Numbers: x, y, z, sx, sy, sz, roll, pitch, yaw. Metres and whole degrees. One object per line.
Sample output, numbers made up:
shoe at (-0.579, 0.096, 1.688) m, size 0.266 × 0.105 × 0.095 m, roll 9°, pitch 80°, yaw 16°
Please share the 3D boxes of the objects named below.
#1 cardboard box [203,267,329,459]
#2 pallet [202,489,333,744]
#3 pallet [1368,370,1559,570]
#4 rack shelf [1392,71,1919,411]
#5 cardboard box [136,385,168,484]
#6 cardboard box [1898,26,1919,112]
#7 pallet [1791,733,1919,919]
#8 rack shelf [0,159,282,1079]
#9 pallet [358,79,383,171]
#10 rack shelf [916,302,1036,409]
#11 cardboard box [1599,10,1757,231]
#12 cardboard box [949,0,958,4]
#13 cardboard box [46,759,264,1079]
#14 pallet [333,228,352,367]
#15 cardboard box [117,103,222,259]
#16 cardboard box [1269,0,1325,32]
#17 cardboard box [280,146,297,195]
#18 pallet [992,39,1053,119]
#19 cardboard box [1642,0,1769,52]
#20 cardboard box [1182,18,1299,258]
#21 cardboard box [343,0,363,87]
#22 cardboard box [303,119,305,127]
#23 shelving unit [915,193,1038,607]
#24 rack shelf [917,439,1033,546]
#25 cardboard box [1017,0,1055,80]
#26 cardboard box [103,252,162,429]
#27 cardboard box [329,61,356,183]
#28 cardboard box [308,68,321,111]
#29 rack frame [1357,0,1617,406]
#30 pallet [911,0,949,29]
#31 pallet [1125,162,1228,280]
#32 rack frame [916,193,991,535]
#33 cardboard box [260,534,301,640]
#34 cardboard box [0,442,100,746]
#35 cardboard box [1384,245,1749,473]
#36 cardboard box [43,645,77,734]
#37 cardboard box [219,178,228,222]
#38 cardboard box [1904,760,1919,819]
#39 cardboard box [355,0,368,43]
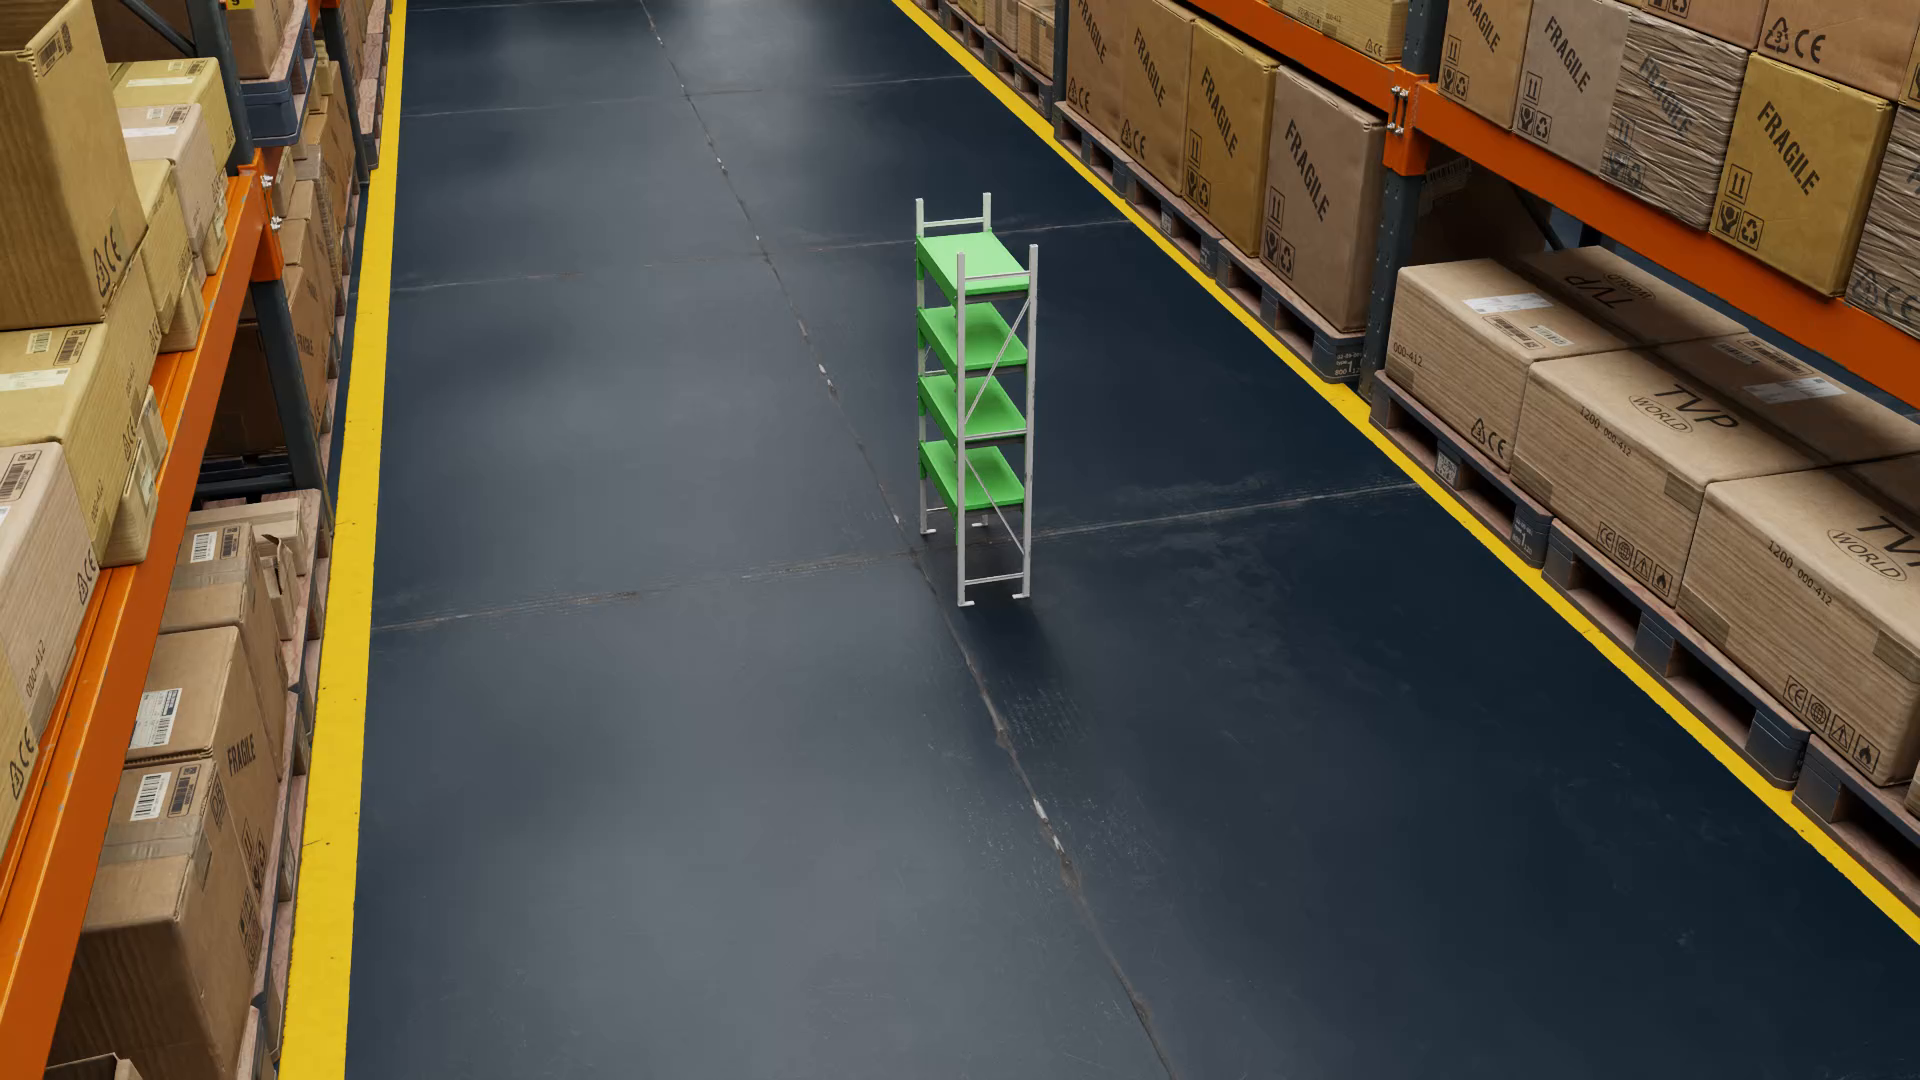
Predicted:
cardboard box at (-2.581, -0.631, 5.923) m, size 0.500 × 0.500 × 0.500 m, roll -7°, pitch 31°, yaw -11°
pallet at (-2.488, 0.271, 5.072) m, size 1.003 × 0.211 × 1.213 m, roll -8°, pitch 31°, yaw -13°
pallet at (2.242, -0.345, 6.136) m, size 1.003 × 0.211 × 1.213 m, roll -8°, pitch 31°, yaw -13°
rack shelf at (2.646, -0.652, 4.601) m, size 1.077 × 0.370 × 4.000 m, roll -8°, pitch 31°, yaw -13°
cardboard box at (-1.814, -0.176, 3.310) m, size 0.380 × 0.149 × 0.250 m, roll -7°, pitch 31°, yaw -12°
cardboard box at (2.525, -1.163, 3.667) m, size 0.500 × 0.500 × 0.500 m, roll -8°, pitch 31°, yaw -14°
pallet at (2.890, 0.833, 4.100) m, size 1.003 × 0.211 × 1.213 m, roll -8°, pitch 31°, yaw -13°
rack shelf at (-2.138, 0.009, 3.458) m, size 1.077 × 0.370 × 4.000 m, roll -8°, pitch 31°, yaw -13°
pallet at (-3.912, -2.396, 9.678) m, size 1.003 × 0.211 × 1.213 m, roll -8°, pitch 31°, yaw -13°
rack shelf at (0.044, -0.592, 5.223) m, size 0.258 × 0.148 × 0.480 m, roll -8°, pitch 31°, yaw -13°
cardboard box at (2.243, -1.227, 4.775) m, size 0.500 × 0.500 × 0.500 m, roll -8°, pitch 31°, yaw -13°
cardboard box at (0.328, -4.238, 12.282) m, size 0.950 × 0.372 × 0.625 m, roll -6°, pitch 31°, yaw -10°
cardboard box at (-1.868, 0.838, 3.384) m, size 0.700 × 0.500 × 0.500 m, roll -7°, pitch 31°, yaw -11°
pallet at (-3.249, -1.039, 7.335) m, size 1.003 × 0.211 × 1.213 m, roll -8°, pitch 31°, yaw -13°
cardboard box at (-2.152, -0.878, 4.126) m, size 0.500 × 0.250 × 0.500 m, roll -8°, pitch 31°, yaw -13°
cardboard box at (1.619, -2.294, 6.869) m, size 0.500 × 0.250 × 0.500 m, roll -8°, pitch 31°, yaw -14°
cardboard box at (-2.915, -1.479, 6.740) m, size 0.380 × 0.149 × 0.250 m, roll -7°, pitch 31°, yaw -11°
pallet at (0.848, -3.032, 10.778) m, size 1.003 × 0.211 × 1.213 m, roll -8°, pitch 31°, yaw -13°
cardboard box at (2.262, -1.650, 4.508) m, size 0.500 × 0.500 × 0.500 m, roll -7°, pitch 31°, yaw -12°
cardboard box at (1.627, -1.916, 7.768) m, size 0.875 × 0.875 × 0.875 m, roll -7°, pitch 31°, yaw -12°
cardboard box at (-4.064, -2.971, 9.841) m, size 0.875 × 0.625 × 0.625 m, roll -7°, pitch 31°, yaw -12°
cardboard box at (-3.133, -1.861, 7.399) m, size 0.380 × 0.149 × 0.250 m, roll -8°, pitch 31°, yaw -14°
shelving unit at (0.044, -0.439, 5.311) m, size 0.258 × 1.200 × 0.503 m, roll -8°, pitch 31°, yaw -13°
rack shelf at (0.044, -0.176, 5.464) m, size 0.258 × 0.148 × 0.480 m, roll -8°, pitch 31°, yaw -13°
cardboard box at (0.913, -3.180, 10.454) m, size 0.950 × 0.372 × 0.625 m, roll -10°, pitch 32°, yaw -17°
cardboard box at (-1.896, -0.387, 3.277) m, size 0.500 × 0.250 × 0.500 m, roll -9°, pitch 31°, yaw -15°
cardboard box at (-3.411, -2.124, 8.501) m, size 0.500 × 0.500 × 0.500 m, roll -7°, pitch 31°, yaw -12°
cardboard box at (-3.226, -2.115, 7.838) m, size 0.380 × 0.149 × 0.250 m, roll -9°, pitch 31°, yaw -15°
rack frame at (2.116, -1.930, 6.090) m, size 1.000 × 3.000 × 0.127 m, roll -8°, pitch 31°, yaw -13°
pallet at (0.200, -4.211, 12.814) m, size 1.003 × 0.211 × 1.213 m, roll -8°, pitch 31°, yaw -13°
pallet at (1.511, -1.676, 8.435) m, size 1.003 × 0.211 × 1.213 m, roll -8°, pitch 31°, yaw -13°
rack frame at (-0.021, -0.557, 5.515) m, size 0.240 × 1.200 × 0.015 m, roll -8°, pitch 31°, yaw -13°
cardboard box at (-2.143, 0.136, 4.831) m, size 0.396 × 0.266 × 0.258 m, roll -7°, pitch 31°, yaw -11°
cardboard box at (-1.602, 0.102, 2.433) m, size 0.500 × 0.250 × 0.500 m, roll -8°, pitch 31°, yaw -13°
cardboard box at (2.179, -0.685, 6.078) m, size 0.875 × 0.438 × 0.875 m, roll -8°, pitch 31°, yaw -14°
cardboard box at (-1.654, 0.208, 2.647) m, size 0.380 × 0.149 × 0.250 m, roll -7°, pitch 31°, yaw -12°
cardboard box at (-2.251, -0.916, 4.589) m, size 0.380 × 0.149 × 0.250 m, roll -7°, pitch 31°, yaw -12°
cardboard box at (2.906, 0.624, 3.816) m, size 0.875 × 0.438 × 0.875 m, roll -9°, pitch 31°, yaw -15°
cardboard box at (-4.445, -3.659, 11.029) m, size 0.875 × 0.625 × 0.625 m, roll -8°, pitch 31°, yaw -14°
